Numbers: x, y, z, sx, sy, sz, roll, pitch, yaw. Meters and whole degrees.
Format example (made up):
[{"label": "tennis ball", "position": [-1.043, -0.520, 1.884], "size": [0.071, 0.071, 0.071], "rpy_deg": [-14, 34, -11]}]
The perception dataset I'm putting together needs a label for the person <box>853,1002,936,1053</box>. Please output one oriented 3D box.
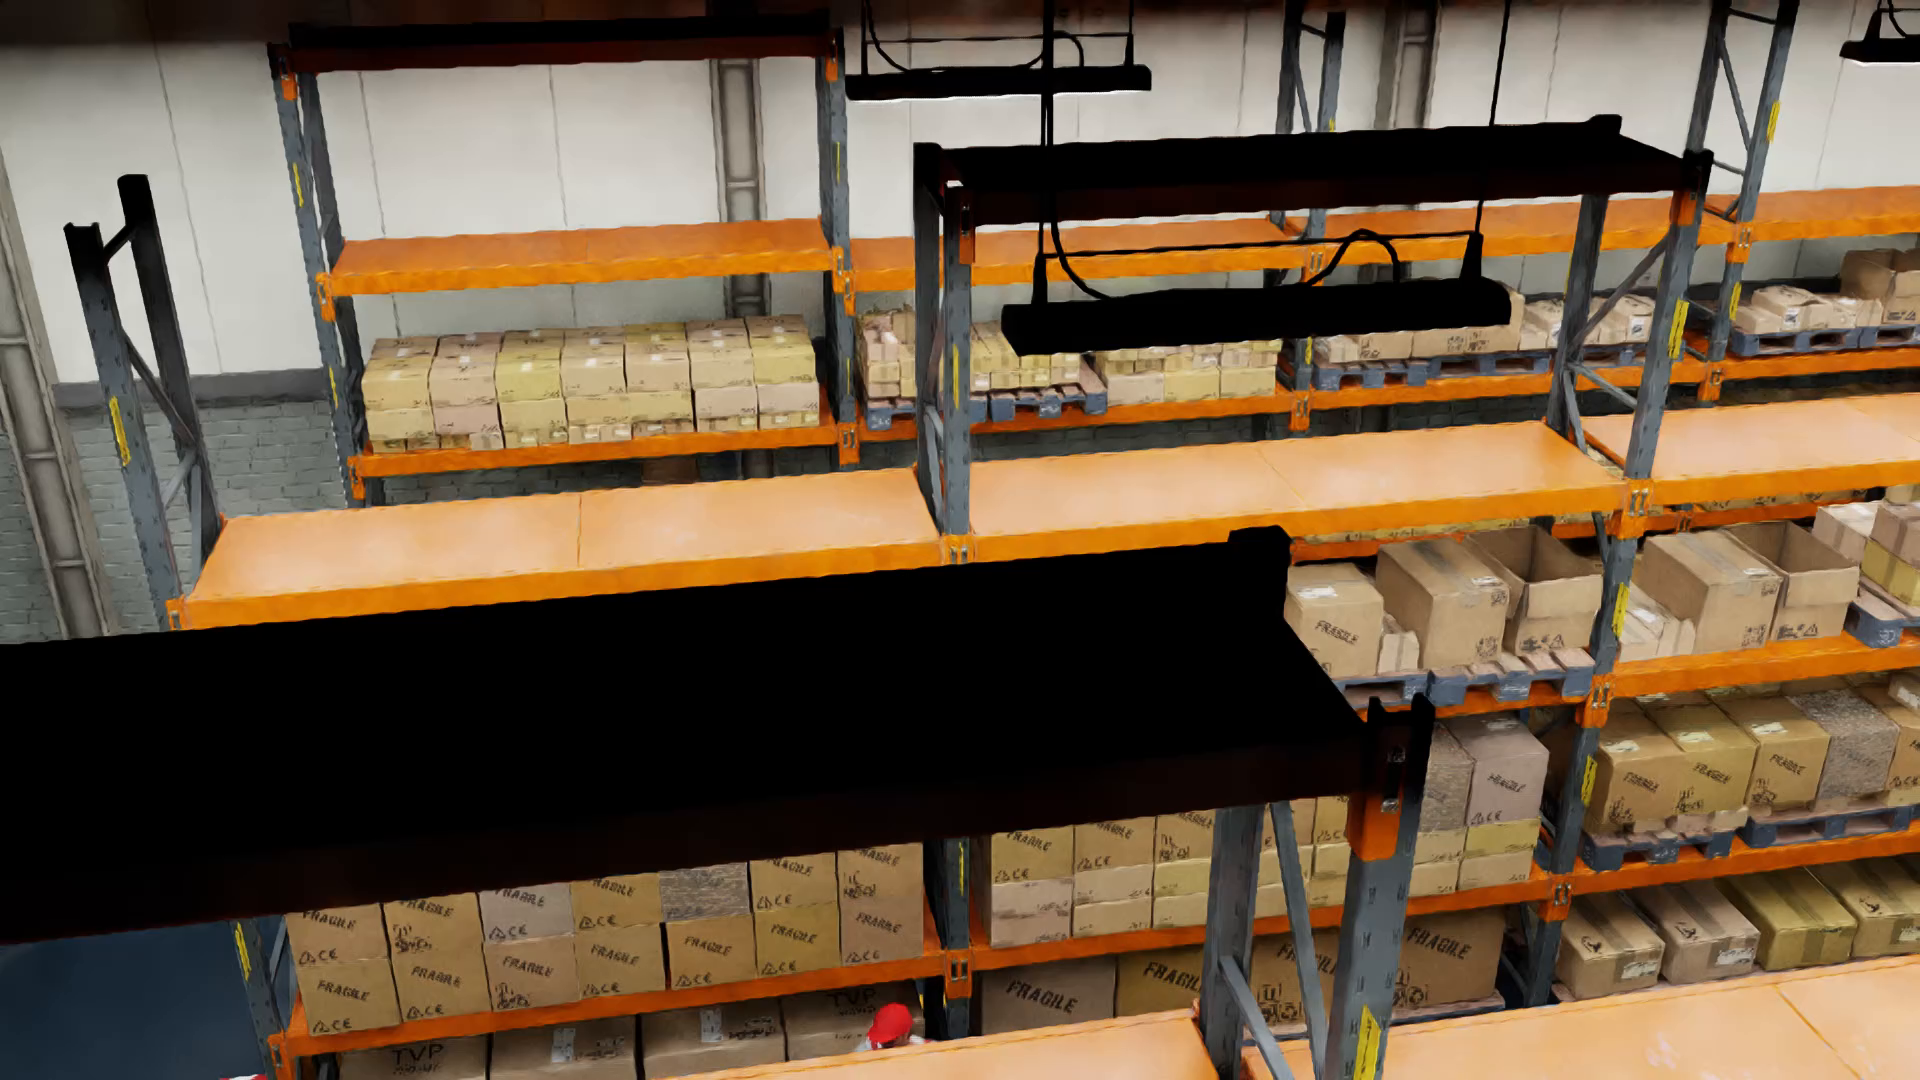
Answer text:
[{"label": "person", "position": [-0.380, 3.327, 9.337], "size": [0.681, 1.786, 0.575], "rpy_deg": [1, 26, 1]}]
